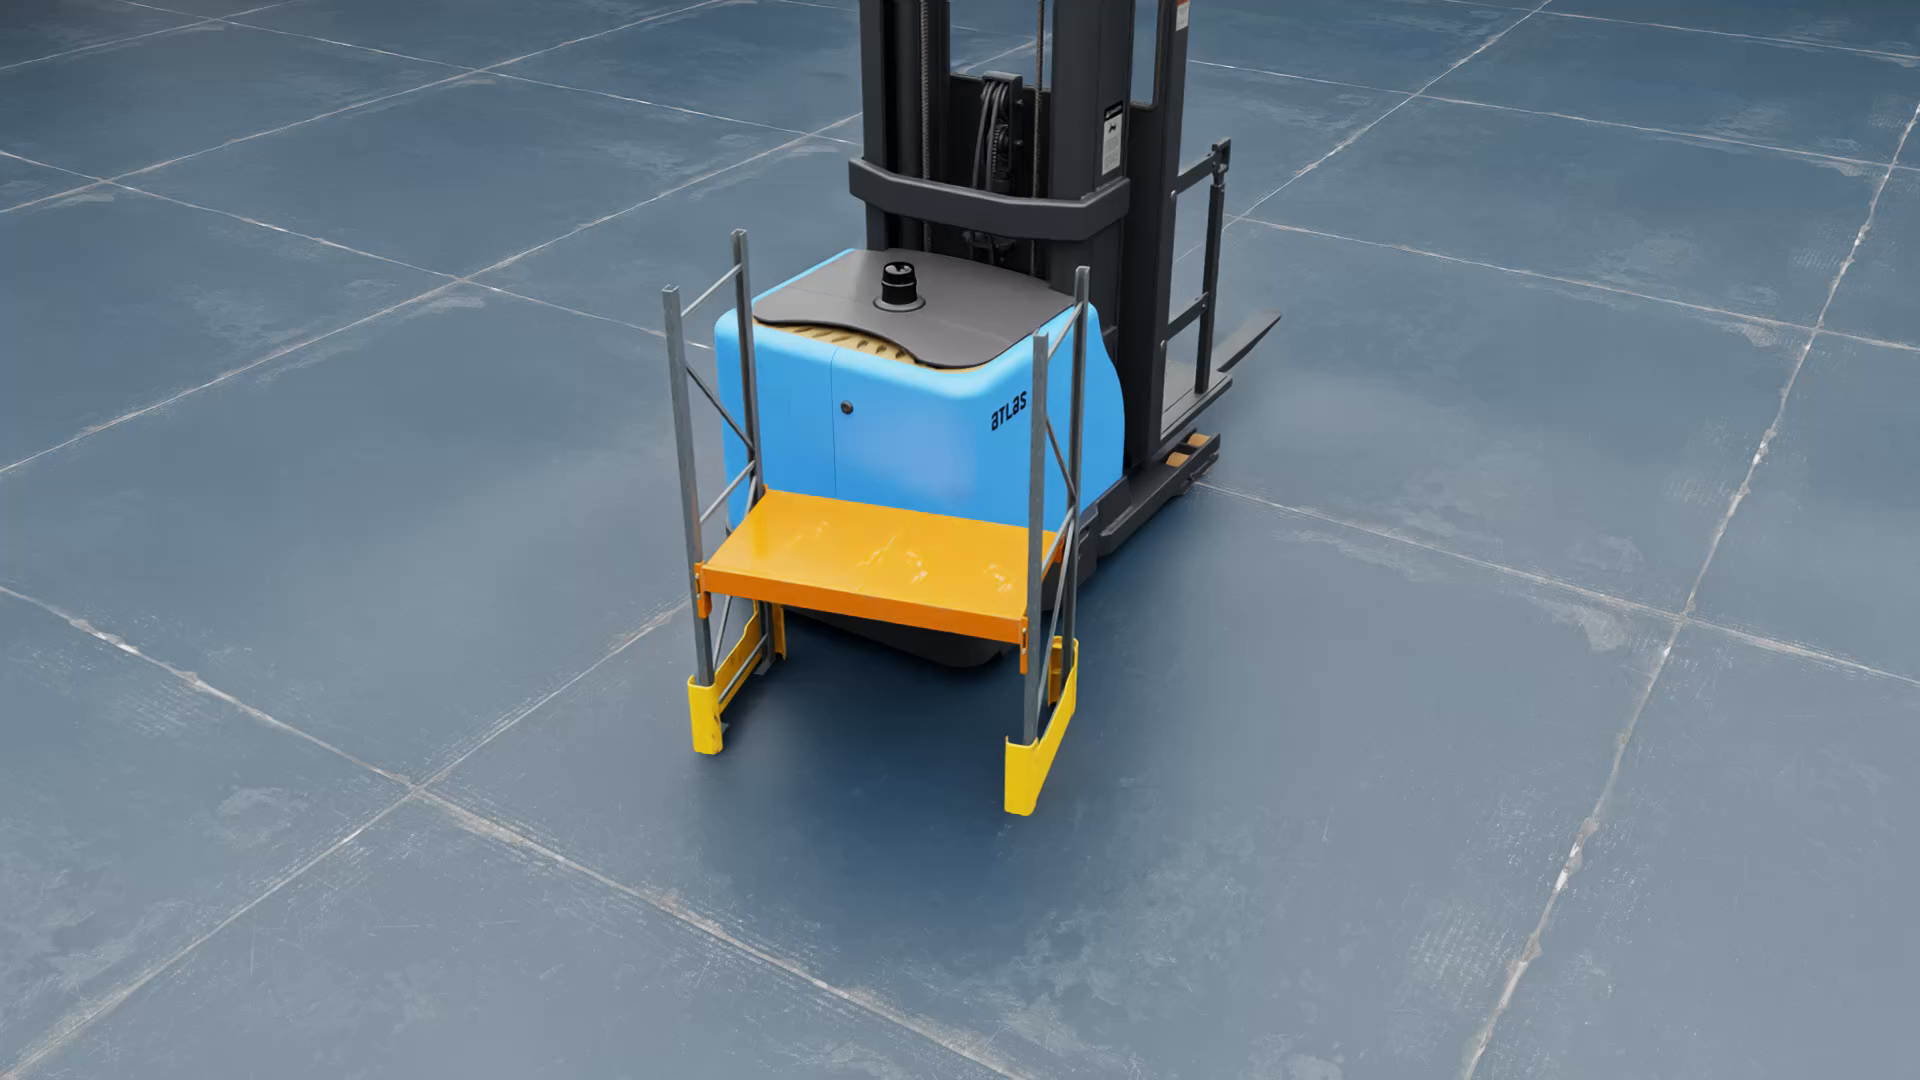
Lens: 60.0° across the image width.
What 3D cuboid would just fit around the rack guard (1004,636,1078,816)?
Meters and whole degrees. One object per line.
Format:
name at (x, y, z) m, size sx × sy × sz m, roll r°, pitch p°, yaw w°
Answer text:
rack guard at (0.250, 0.555, 5.050) m, size 0.087 × 0.250 × 0.587 m, roll 9°, pitch 31°, yaw 15°

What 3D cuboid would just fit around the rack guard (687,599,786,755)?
rack guard at (-0.703, 0.409, 5.300) m, size 0.087 × 0.250 × 0.587 m, roll 9°, pitch 31°, yaw 15°

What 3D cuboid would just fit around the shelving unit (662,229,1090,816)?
shelving unit at (-0.226, -0.057, 4.860) m, size 1.083 × 1.500 × 0.587 m, roll 9°, pitch 31°, yaw 15°

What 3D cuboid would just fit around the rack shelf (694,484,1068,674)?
rack shelf at (-0.218, 0.099, 4.948) m, size 1.000 × 0.185 × 0.538 m, roll 9°, pitch 31°, yaw 15°

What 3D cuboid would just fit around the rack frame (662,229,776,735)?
rack frame at (-0.704, -0.131, 4.985) m, size 0.032 × 1.500 × 0.500 m, roll 9°, pitch 31°, yaw 15°

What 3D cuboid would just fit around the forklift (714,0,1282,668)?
forklift at (0.391, -1.557, 6.009) m, size 1.130 × 2.935 × 3.031 m, roll 17°, pitch 34°, yaw 27°

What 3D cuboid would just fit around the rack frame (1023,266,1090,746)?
rack frame at (0.269, 0.018, 4.730) m, size 0.032 × 1.500 × 0.500 m, roll 9°, pitch 31°, yaw 15°
